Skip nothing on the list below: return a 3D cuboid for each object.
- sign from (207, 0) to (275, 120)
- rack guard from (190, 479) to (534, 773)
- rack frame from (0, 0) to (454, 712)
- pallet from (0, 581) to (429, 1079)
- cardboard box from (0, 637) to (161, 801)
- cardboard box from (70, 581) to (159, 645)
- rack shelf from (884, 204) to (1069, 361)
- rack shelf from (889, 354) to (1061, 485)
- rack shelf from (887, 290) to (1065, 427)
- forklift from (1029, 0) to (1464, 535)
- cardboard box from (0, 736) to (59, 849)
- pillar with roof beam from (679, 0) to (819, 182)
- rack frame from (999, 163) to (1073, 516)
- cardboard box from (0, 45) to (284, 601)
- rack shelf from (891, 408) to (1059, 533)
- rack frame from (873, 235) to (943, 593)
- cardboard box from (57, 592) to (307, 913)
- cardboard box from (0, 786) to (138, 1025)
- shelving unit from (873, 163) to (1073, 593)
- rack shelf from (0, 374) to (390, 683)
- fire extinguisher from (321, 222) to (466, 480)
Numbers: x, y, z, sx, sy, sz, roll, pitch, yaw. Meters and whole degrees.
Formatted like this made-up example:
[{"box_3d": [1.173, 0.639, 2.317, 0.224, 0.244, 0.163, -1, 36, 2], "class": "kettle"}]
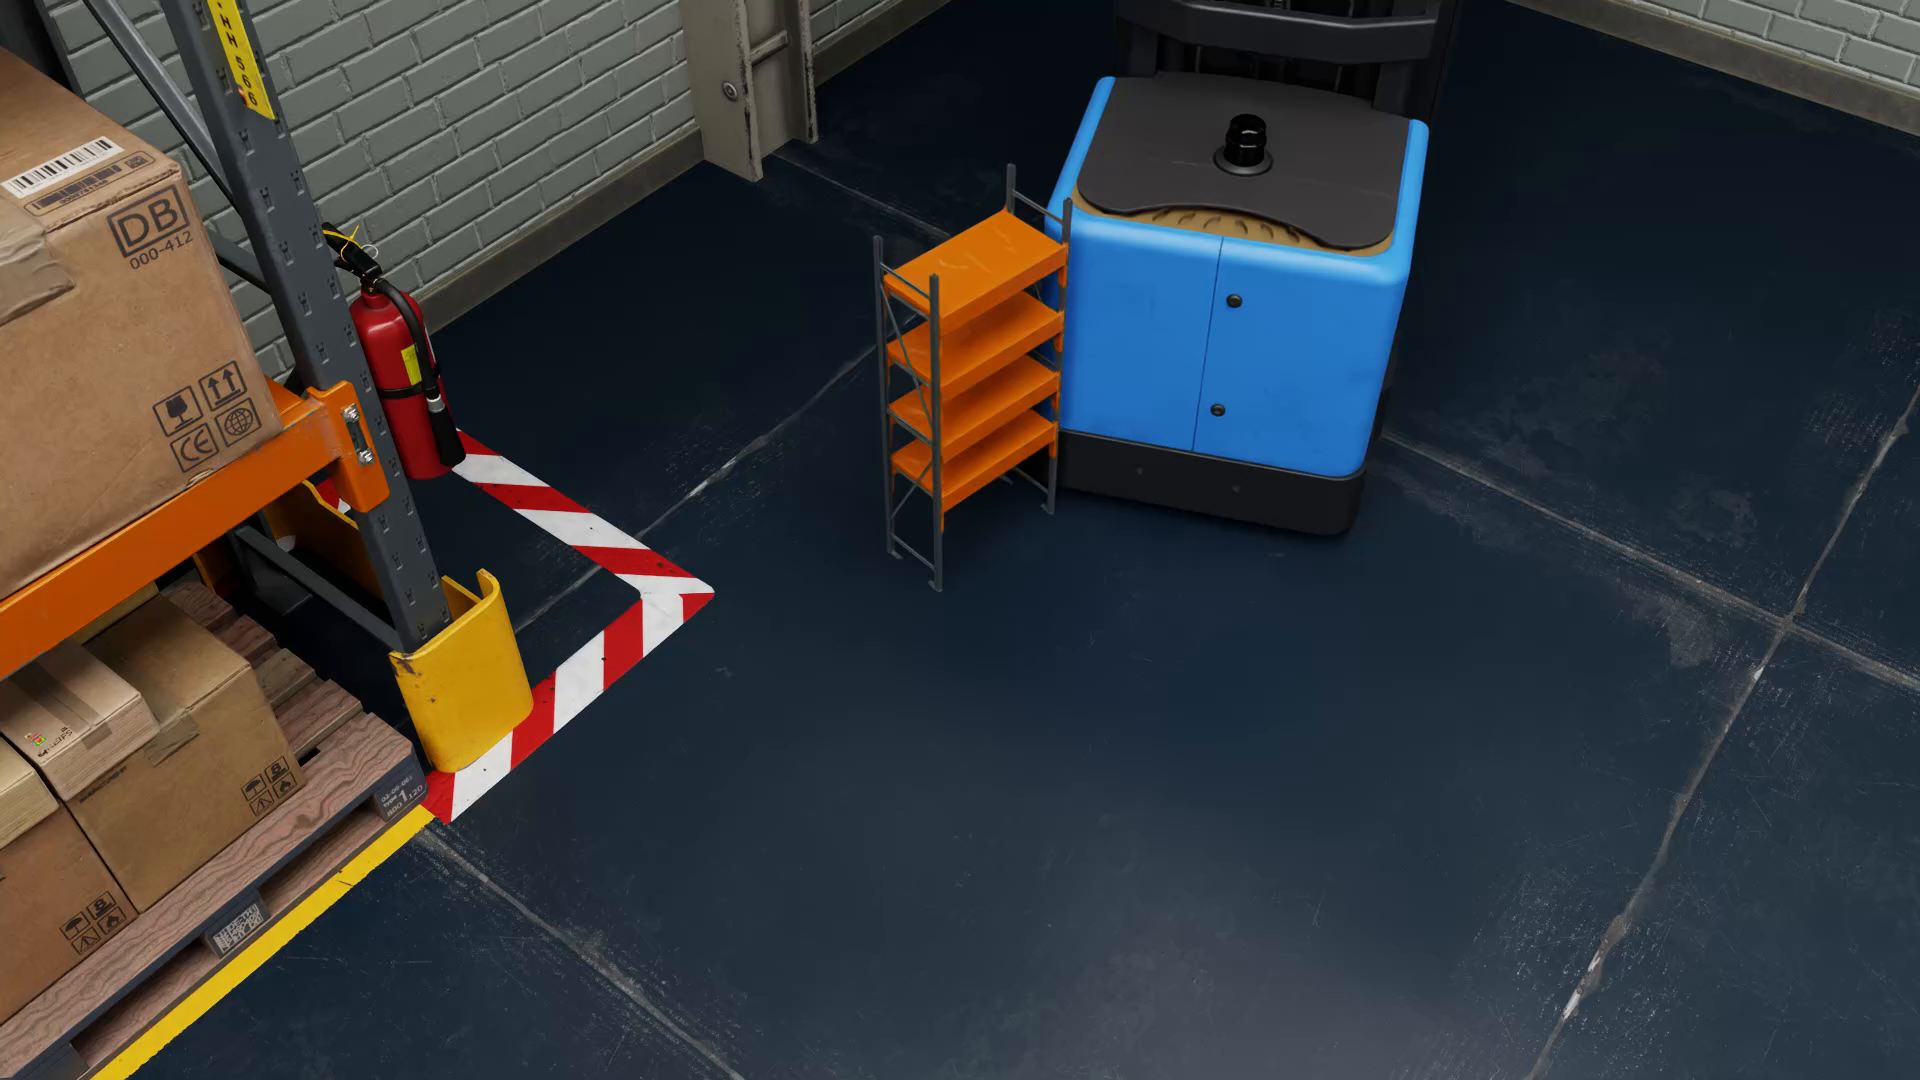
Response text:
[{"box_3d": [-1.363, -0.944, 3.113, 0.100, 0.325, 0.005, 29, 53, 25], "class": "sign"}, {"box_3d": [-1.769, 0.139, 4.771, 1.175, 0.500, 0.348, 29, 53, 25], "class": "rack guard"}, {"box_3d": [-1.784, -0.710, 3.854, 1.000, 3.000, 0.127, 29, 53, 25], "class": "rack frame"}, {"box_3d": [-2.211, 0.745, 4.393, 1.003, 0.211, 1.213, 29, 53, 25], "class": "pallet"}, {"box_3d": [-2.067, 0.383, 3.800, 0.380, 0.149, 0.250, 29, 53, 25], "class": "cardboard box"}, {"box_3d": [-2.215, 0.069, 4.100, 0.380, 0.149, 0.250, 30, 53, 25], "class": "cardboard box"}, {"box_3d": [0.038, -0.710, 4.555, 0.480, 0.148, 0.258, -34, 55, -28], "class": "rack shelf"}, {"box_3d": [0.038, -0.392, 4.888, 0.480, 0.148, 0.258, -34, 55, -28], "class": "rack shelf"}, {"box_3d": [0.038, -0.547, 4.726, 0.480, 0.148, 0.258, -34, 55, -28], "class": "rack shelf"}, {"box_3d": [1.101, -2.115, 5.244, 1.130, 2.935, 3.031, 11, 47, 10], "class": "forklift"}, {"box_3d": [-2.223, 0.529, 3.660, 0.380, 0.149, 0.250, 31, 54, 26], "class": "cardboard box"}, {"box_3d": [2.589, -2.807, 1.708, 9.100, 9.000, 0.400, 29, 53, 25], "class": "pillar with roof beam"}, {"box_3d": [0.216, -0.559, 4.954, 0.015, 1.200, 0.240, -34, 55, -28], "class": "rack frame"}, {"box_3d": [-2.088, -0.518, 3.463, 0.980, 0.700, 0.700, 32, 54, 27], "class": "cardboard box"}, {"box_3d": [0.038, -0.255, 5.031, 0.480, 0.148, 0.258, -34, 55, -28], "class": "rack shelf"}, {"box_3d": [-0.141, -0.318, 4.724, 0.015, 1.200, 0.240, -34, 55, -28], "class": "rack frame"}, {"box_3d": [-2.133, 0.453, 4.181, 0.700, 0.500, 0.500, 29, 53, 25], "class": "cardboard box"}, {"box_3d": [-2.439, 0.739, 3.908, 0.700, 0.500, 0.500, 29, 53, 25], "class": "cardboard box"}, {"box_3d": [0.038, -0.438, 4.839, 0.503, 1.200, 0.258, -34, 55, -28], "class": "shelving unit"}, {"box_3d": [-3.007, 0.682, 3.021, 1.077, 0.370, 4.000, 29, 53, 25], "class": "rack shelf"}, {"box_3d": [-1.327, -0.437, 3.905, 0.296, 0.674, 0.183, 29, 53, 25], "class": "fire extinguisher"}]
